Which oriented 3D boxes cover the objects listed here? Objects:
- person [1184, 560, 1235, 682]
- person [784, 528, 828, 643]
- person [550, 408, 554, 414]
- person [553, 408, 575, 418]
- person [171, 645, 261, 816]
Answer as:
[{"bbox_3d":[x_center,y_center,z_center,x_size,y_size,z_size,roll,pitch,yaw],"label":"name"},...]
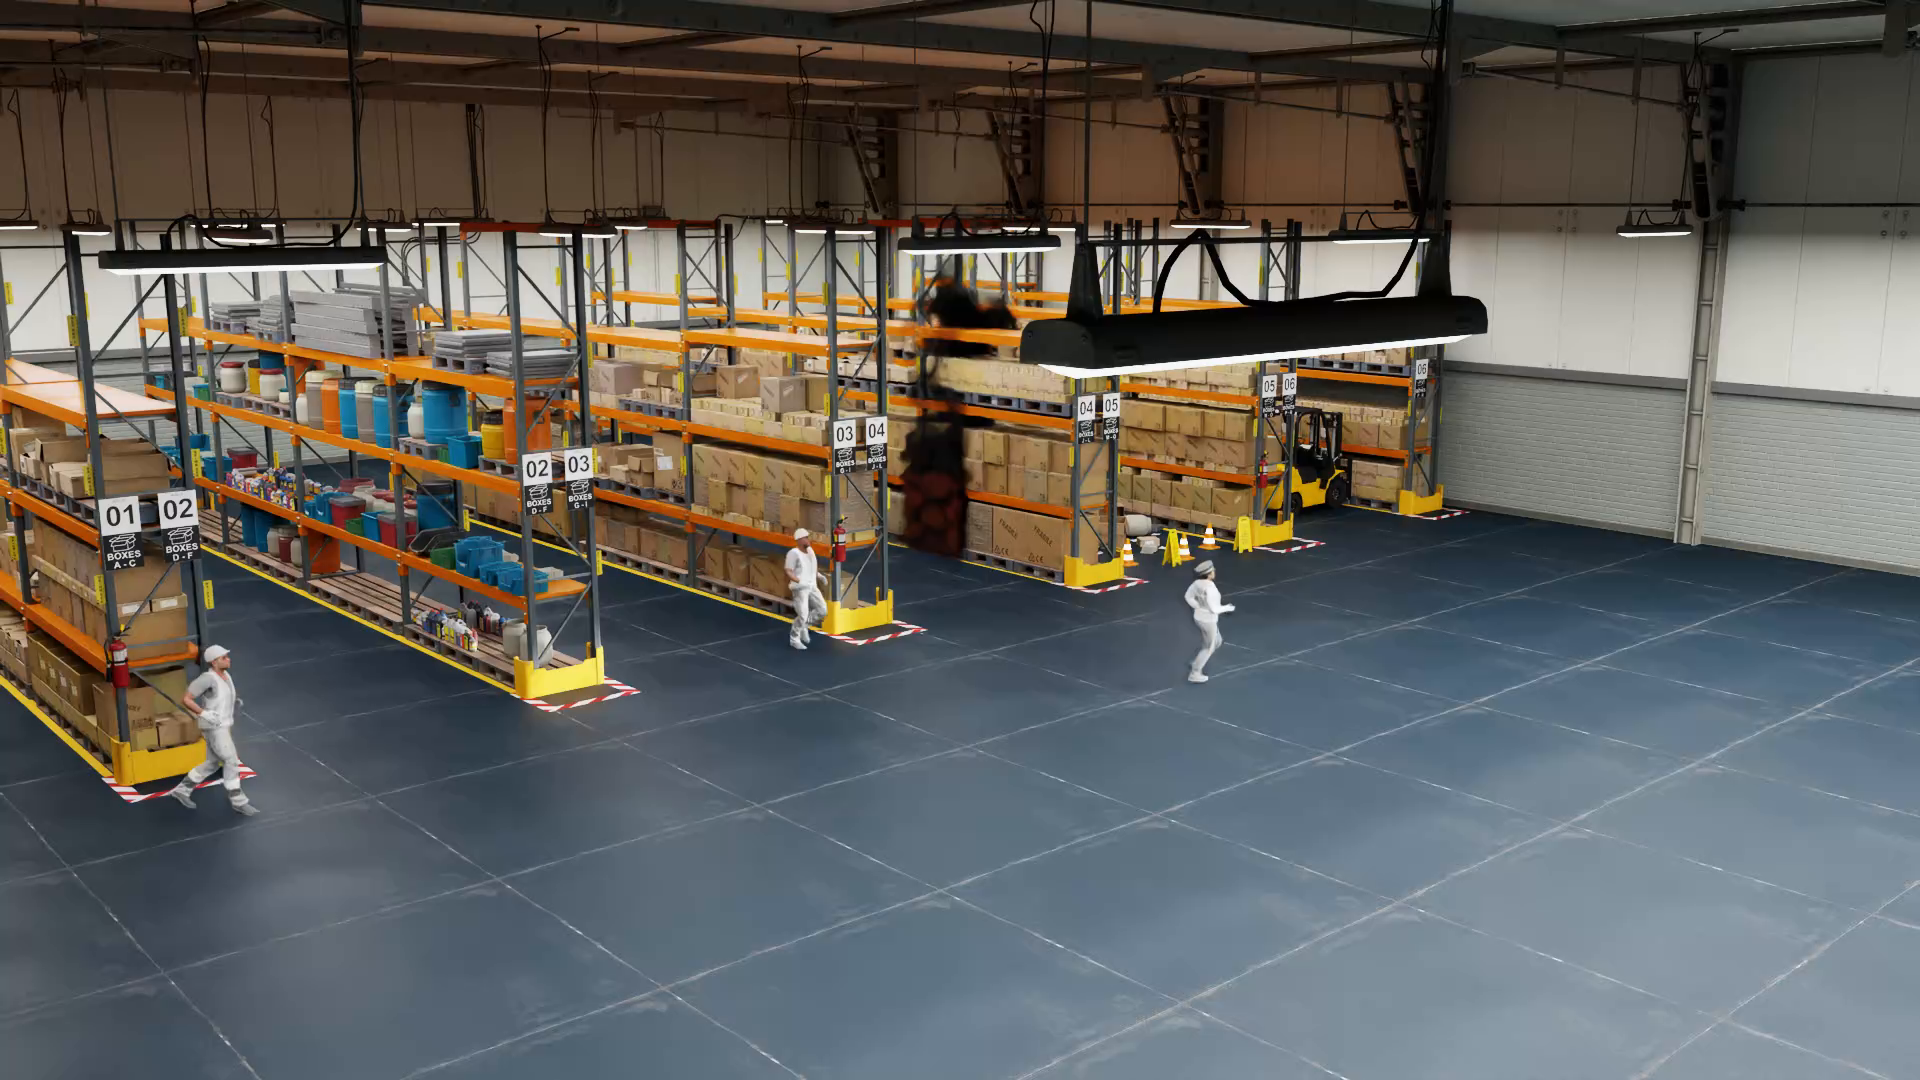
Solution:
[{"bbox_3d":[3.351,1.078,22.284,0.599,1.651,0.591,-3,12,-12],"label":"person"},{"bbox_3d":[-2.211,0.659,24.058,0.561,1.655,0.734,8,14,35],"label":"person"},{"bbox_3d":[-9.823,-2.352,39.635,0.787,1.652,0.784,1,11,3],"label":"person"},{"bbox_3d":[-9.635,-2.512,40.089,0.732,1.742,0.693,6,13,28],"label":"person"},{"bbox_3d":[-7.868,1.997,17.568,0.922,1.803,0.678,-1,11,-5],"label":"person"}]
